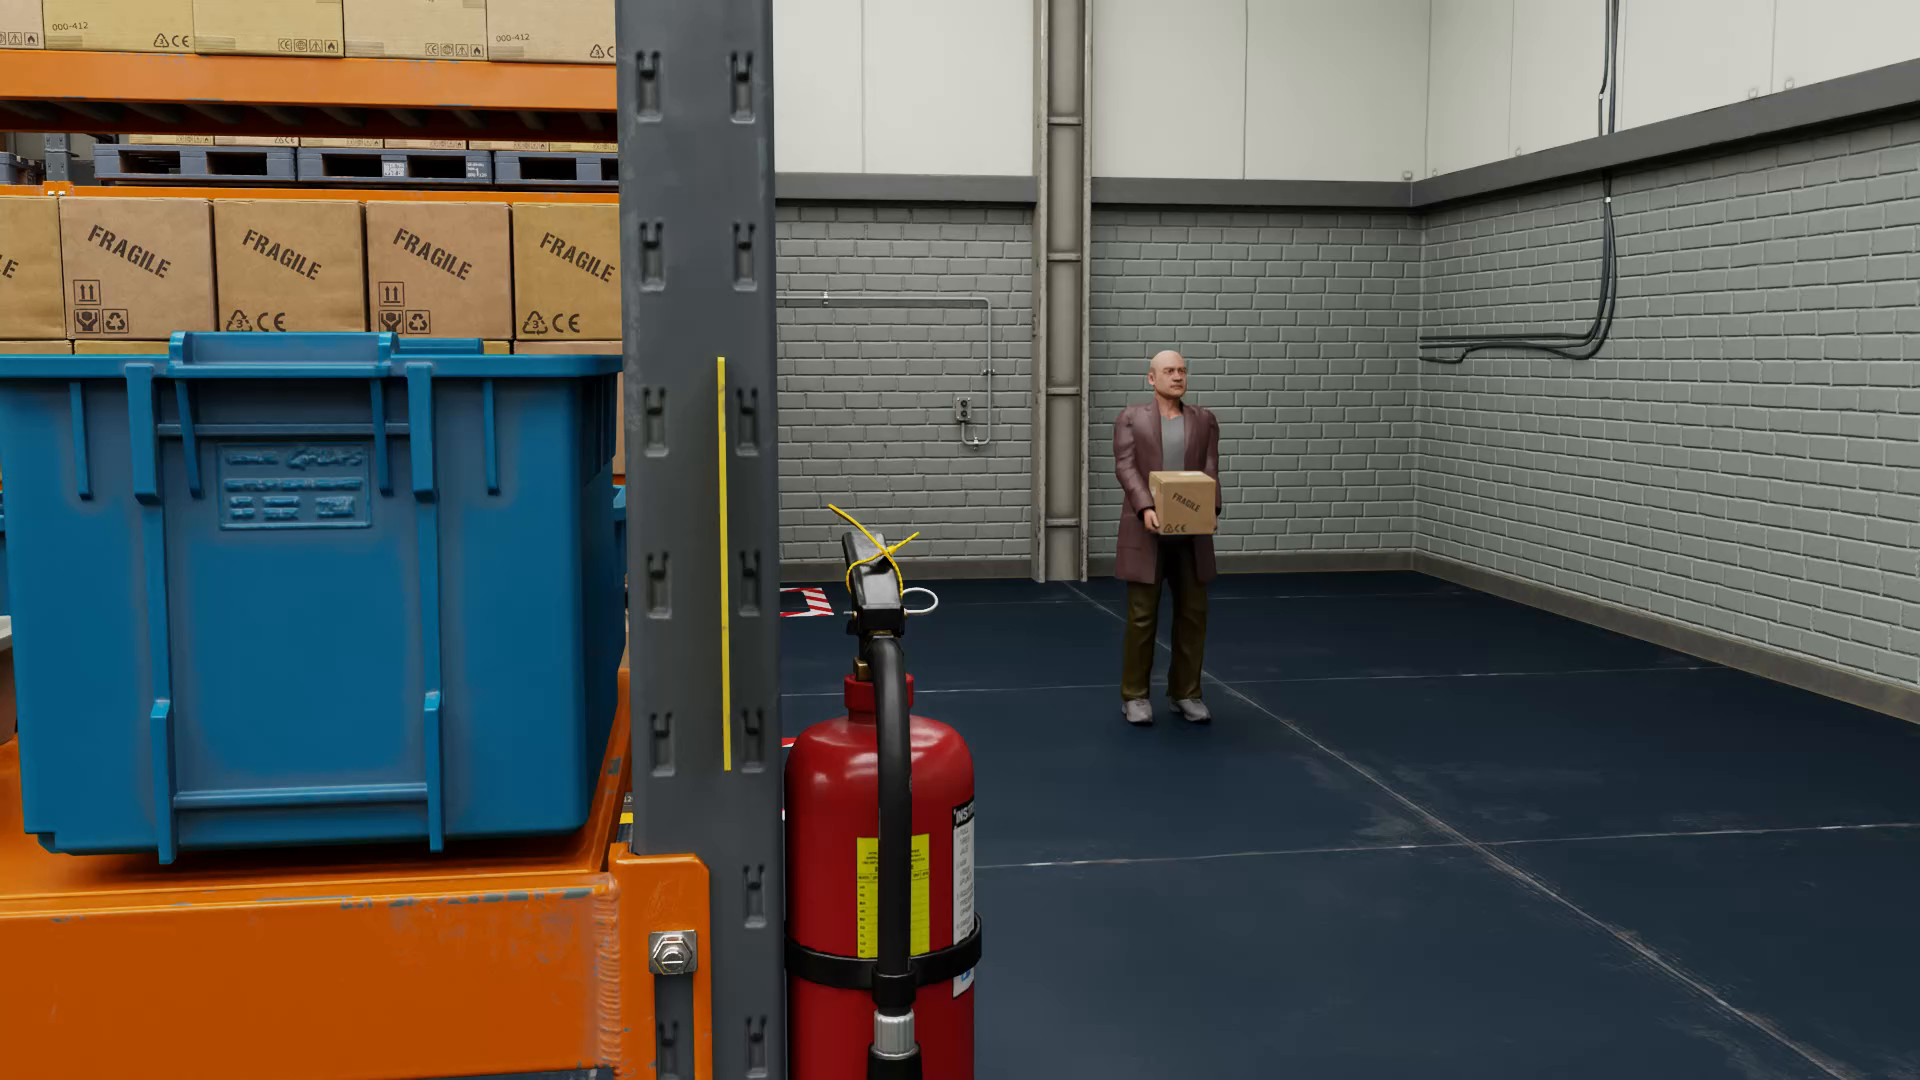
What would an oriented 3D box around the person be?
[{"bbox_3d":[1.007,0.012,7.898,0.531,1.725,0.555,-1,6,-8],"label":"person"}]
